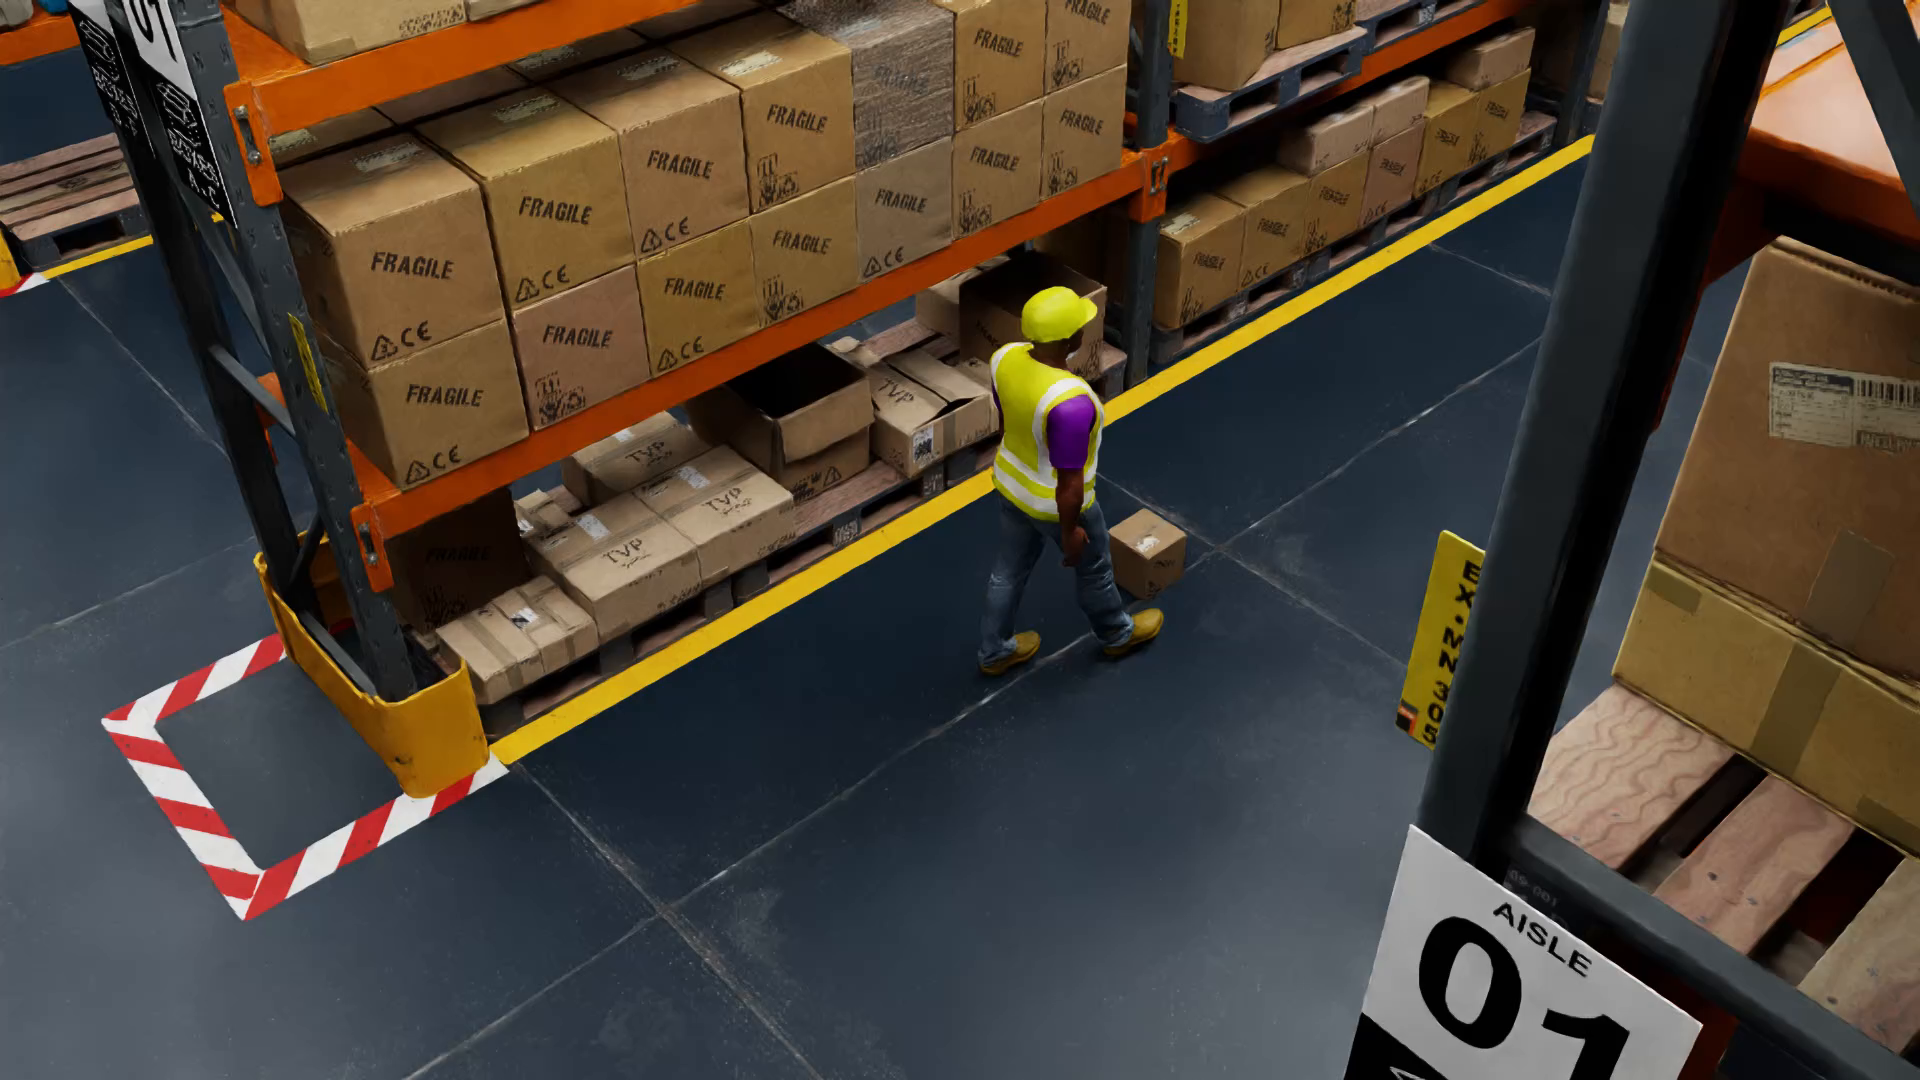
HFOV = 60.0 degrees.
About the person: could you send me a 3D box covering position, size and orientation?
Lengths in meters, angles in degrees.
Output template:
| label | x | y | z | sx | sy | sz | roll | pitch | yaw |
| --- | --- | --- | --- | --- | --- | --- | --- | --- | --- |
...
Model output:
| label | x | y | z | sx | sy | sz | roll | pitch | yaw |
| --- | --- | --- | --- | --- | --- | --- | --- | --- | --- |
| person | 0.424 | -0.245 | 6.420 | 0.789 | 1.747 | 0.568 | -26 | 46 | -28 |
